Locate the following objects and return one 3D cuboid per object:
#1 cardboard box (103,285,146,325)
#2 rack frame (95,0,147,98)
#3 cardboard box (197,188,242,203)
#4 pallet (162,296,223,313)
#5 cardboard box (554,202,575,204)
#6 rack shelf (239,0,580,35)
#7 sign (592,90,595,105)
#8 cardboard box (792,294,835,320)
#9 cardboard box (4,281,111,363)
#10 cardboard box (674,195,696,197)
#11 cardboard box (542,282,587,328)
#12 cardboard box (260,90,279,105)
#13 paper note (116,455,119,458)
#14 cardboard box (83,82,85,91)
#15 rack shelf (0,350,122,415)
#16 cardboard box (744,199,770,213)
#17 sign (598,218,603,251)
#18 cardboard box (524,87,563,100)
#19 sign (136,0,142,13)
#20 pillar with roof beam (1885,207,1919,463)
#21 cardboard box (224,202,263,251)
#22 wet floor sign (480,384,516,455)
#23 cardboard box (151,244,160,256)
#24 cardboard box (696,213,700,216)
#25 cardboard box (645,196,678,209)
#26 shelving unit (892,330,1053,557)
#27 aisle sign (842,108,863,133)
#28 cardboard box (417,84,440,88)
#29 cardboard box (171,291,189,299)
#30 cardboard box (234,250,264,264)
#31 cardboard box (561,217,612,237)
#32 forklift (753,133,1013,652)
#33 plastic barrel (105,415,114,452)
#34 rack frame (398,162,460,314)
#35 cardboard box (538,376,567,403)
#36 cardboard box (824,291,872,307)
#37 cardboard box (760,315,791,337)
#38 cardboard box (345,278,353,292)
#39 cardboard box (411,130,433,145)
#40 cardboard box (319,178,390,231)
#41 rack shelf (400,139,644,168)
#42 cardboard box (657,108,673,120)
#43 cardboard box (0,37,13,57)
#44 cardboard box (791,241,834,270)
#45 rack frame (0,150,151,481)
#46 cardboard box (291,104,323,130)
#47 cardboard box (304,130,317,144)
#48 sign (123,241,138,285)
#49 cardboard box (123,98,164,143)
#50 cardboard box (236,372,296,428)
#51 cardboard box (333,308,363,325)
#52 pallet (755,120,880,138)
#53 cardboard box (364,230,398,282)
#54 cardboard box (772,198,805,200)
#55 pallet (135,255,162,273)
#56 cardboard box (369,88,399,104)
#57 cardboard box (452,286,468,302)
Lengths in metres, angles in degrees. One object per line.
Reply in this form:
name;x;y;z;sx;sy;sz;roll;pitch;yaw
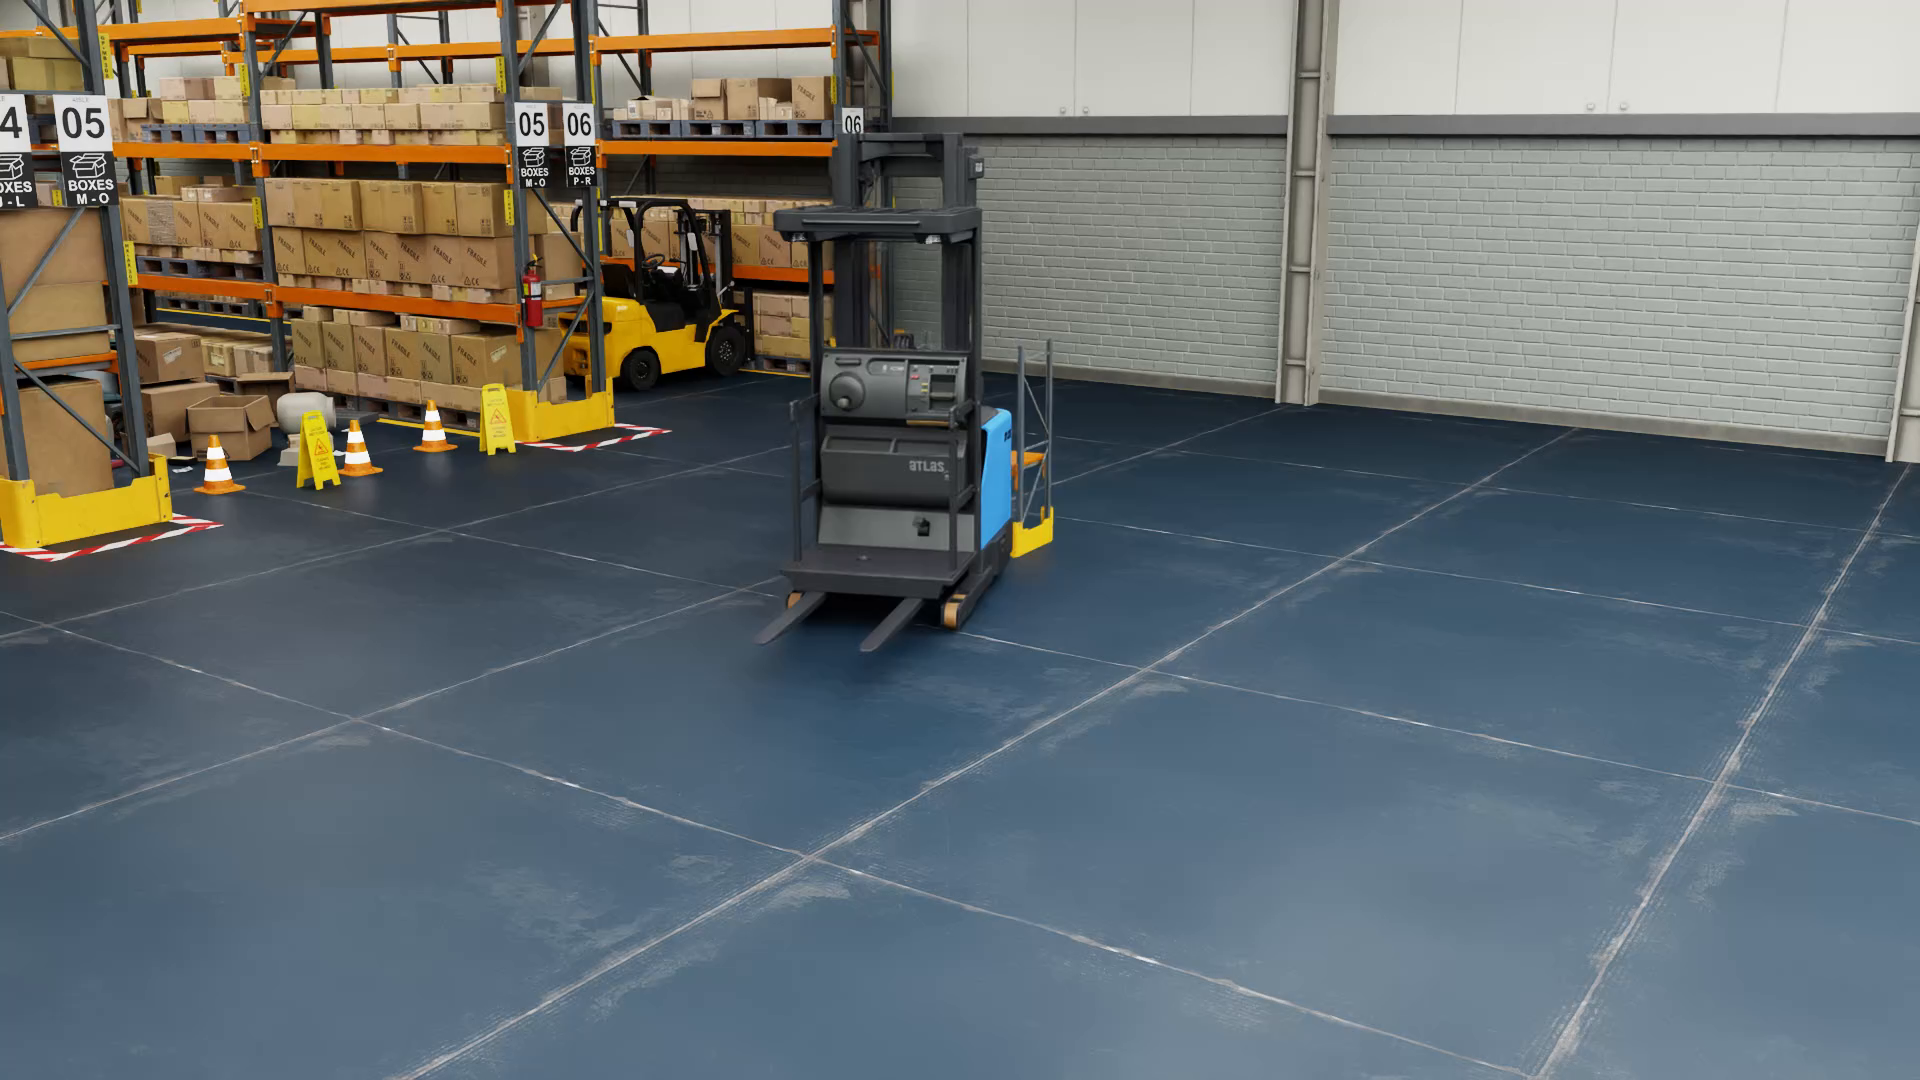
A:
cardboard box;-11.088;-2.882;21.271;0.875;0.875;0.875;9;17;32
rack frame;-14.432;-8.576;28.238;0.127;3.000;1.000;9;17;33
cardboard box;-8.330;-3.882;18.713;0.250;0.149;0.380;9;16;31
pallet;-12.699;-4.029;28.160;1.213;0.211;1.003;9;17;33
cardboard box;-5.463;-4.656;23.332;0.250;0.149;0.380;9;17;33
rack shelf;-5.582;-5.357;16.741;4.000;0.370;1.077;9;17;33
sign;-4.769;-5.804;21.555;0.005;0.325;0.100;9;17;33
cardboard box;-1.712;-2.872;20.449;0.500;0.250;0.500;10;17;35
cardboard box;-6.935;-1.641;12.396;0.550;0.550;0.875;9;17;33
cardboard box;-3.629;-4.505;22.101;0.250;0.149;0.380;9;17;32
cardboard box;-5.554;-3.279;23.393;0.625;0.625;0.875;9;17;32
cardboard box;-7.163;-4.678;17.598;0.250;0.149;0.380;9;16;32
paper note;-7.772;-0.801;15.512;0.172;0.023;0.155;-10;17;-35
cardboard box;-10.958;-5.331;20.284;0.637;0.503;0.797;8;16;29
rack shelf;-8.261;-1.446;13.419;4.000;0.370;1.077;9;17;33
cardboard box;-2.468;-4.149;20.665;0.250;0.149;0.380;10;17;34
sign;-3.620;-3.056;16.624;0.005;0.325;0.100;9;17;33
cardboard box;-4.104;-4.337;16.222;0.250;0.149;0.380;9;17;32
sign;-14.105;-9.214;28.543;0.005;0.325;0.100;9;17;33
pillar with roof beam;6.324;-4.235;10.705;0.400;9.000;9.100;9;17;33
cardboard box;-7.753;-3.477;18.425;0.500;0.500;0.500;9;16;32
wet floor sign;-4.362;-1.146;15.609;0.267;0.644;0.232;-10;17;-35
cardboard box;-9.261;-3.423;19.558;0.250;0.149;0.380;10;17;35
cardboard box;-3.311;-4.145;21.267;0.250;0.149;0.380;9;16;31
cardboard box;-3.892;-4.411;21.721;0.250;0.149;0.380;9;16;32
shelving unit;0.080;-0.730;12.149;1.083;1.500;0.587;8;16;28
aisle sign;-1.265;-4.712;19.707;0.004;0.787;0.394;9;17;33
cardboard box;-7.329;-6.202;23.601;0.500;0.500;0.500;9;17;33
cardboard box;-12.907;-4.340;27.940;0.500;0.500;0.500;10;17;34
cardboard box;-7.823;-3.160;18.494;0.250;0.149;0.380;9;17;34
cardboard box;-5.025;-4.239;22.476;0.500;0.250;0.500;9;16;32
forklift;-0.462;-0.979;10.176;1.130;2.935;3.031;3;14;13
plastic barrel;-8.123;-0.967;15.347;0.512;0.421;0.421;-4;14;-16
rack frame;-7.794;-4.591;24.625;0.127;3.000;1.000;9;17;33
cardboard box;-4.438;-1.560;17.231;0.500;0.250;0.500;9;17;32
cardboard box;-1.449;-2.974;20.864;0.500;0.250;0.500;9;16;32
cardboard box;-2.144;-2.702;20.803;0.500;0.250;0.500;9;17;32
cardboard box;-6.259;-2.713;17.564;0.250;0.149;0.380;9;17;33
cardboard box;-5.207;-3.994;16.496;0.250;0.149;0.380;9;17;32
cardboard box;-6.185;-3.494;17.289;0.500;0.500;0.700;9;16;32
rack shelf;-6.134;-5.429;23.268;4.000;0.370;1.077;9;17;33
cardboard box;-3.634;-5.417;21.161;0.250;0.149;0.380;10;17;34
cardboard box;-6.908;-3.643;12.334;0.250;0.149;0.380;9;17;33
cardboard box;-1.710;-3.580;20.334;0.500;0.500;0.500;9;16;32
rack frame;-6.602;-1.527;12.249;0.127;3.000;1.000;9;17;33
cardboard box;-6.596;-4.411;17.349;0.500;0.250;0.500;9;17;32
cardboard box;-6.667;-4.250;17.529;0.250;0.149;0.380;9;17;33
sign;-6.287;-2.096;12.580;0.005;0.325;0.100;9;17;33
cardboard box;-9.279;-4.908;19.449;0.637;0.503;0.797;9;17;33
cardboard box;-7.112;-1.437;17.082;0.500;0.500;0.500;-4;14;-16
cardboard box;-6.405;-2.382;17.640;0.250;0.149;0.380;10;17;35
pallet;-1.728;-5.031;20.345;1.213;0.211;1.003;9;17;33
cardboard box;-5.763;-2.946;17.154;0.500;0.500;0.500;9;17;33
cardboard box;-2.170;-4.254;21.089;0.250;0.149;0.380;10;17;35
pallet;-9.910;-3.433;20.348;1.003;0.211;1.213;9;17;33
cardboard box;-5.659;-4.434;16.614;0.250;0.149;0.380;10;17;34
cardboard box;-4.825;-2.464;16.556;0.250;0.149;0.380;9;16;32
